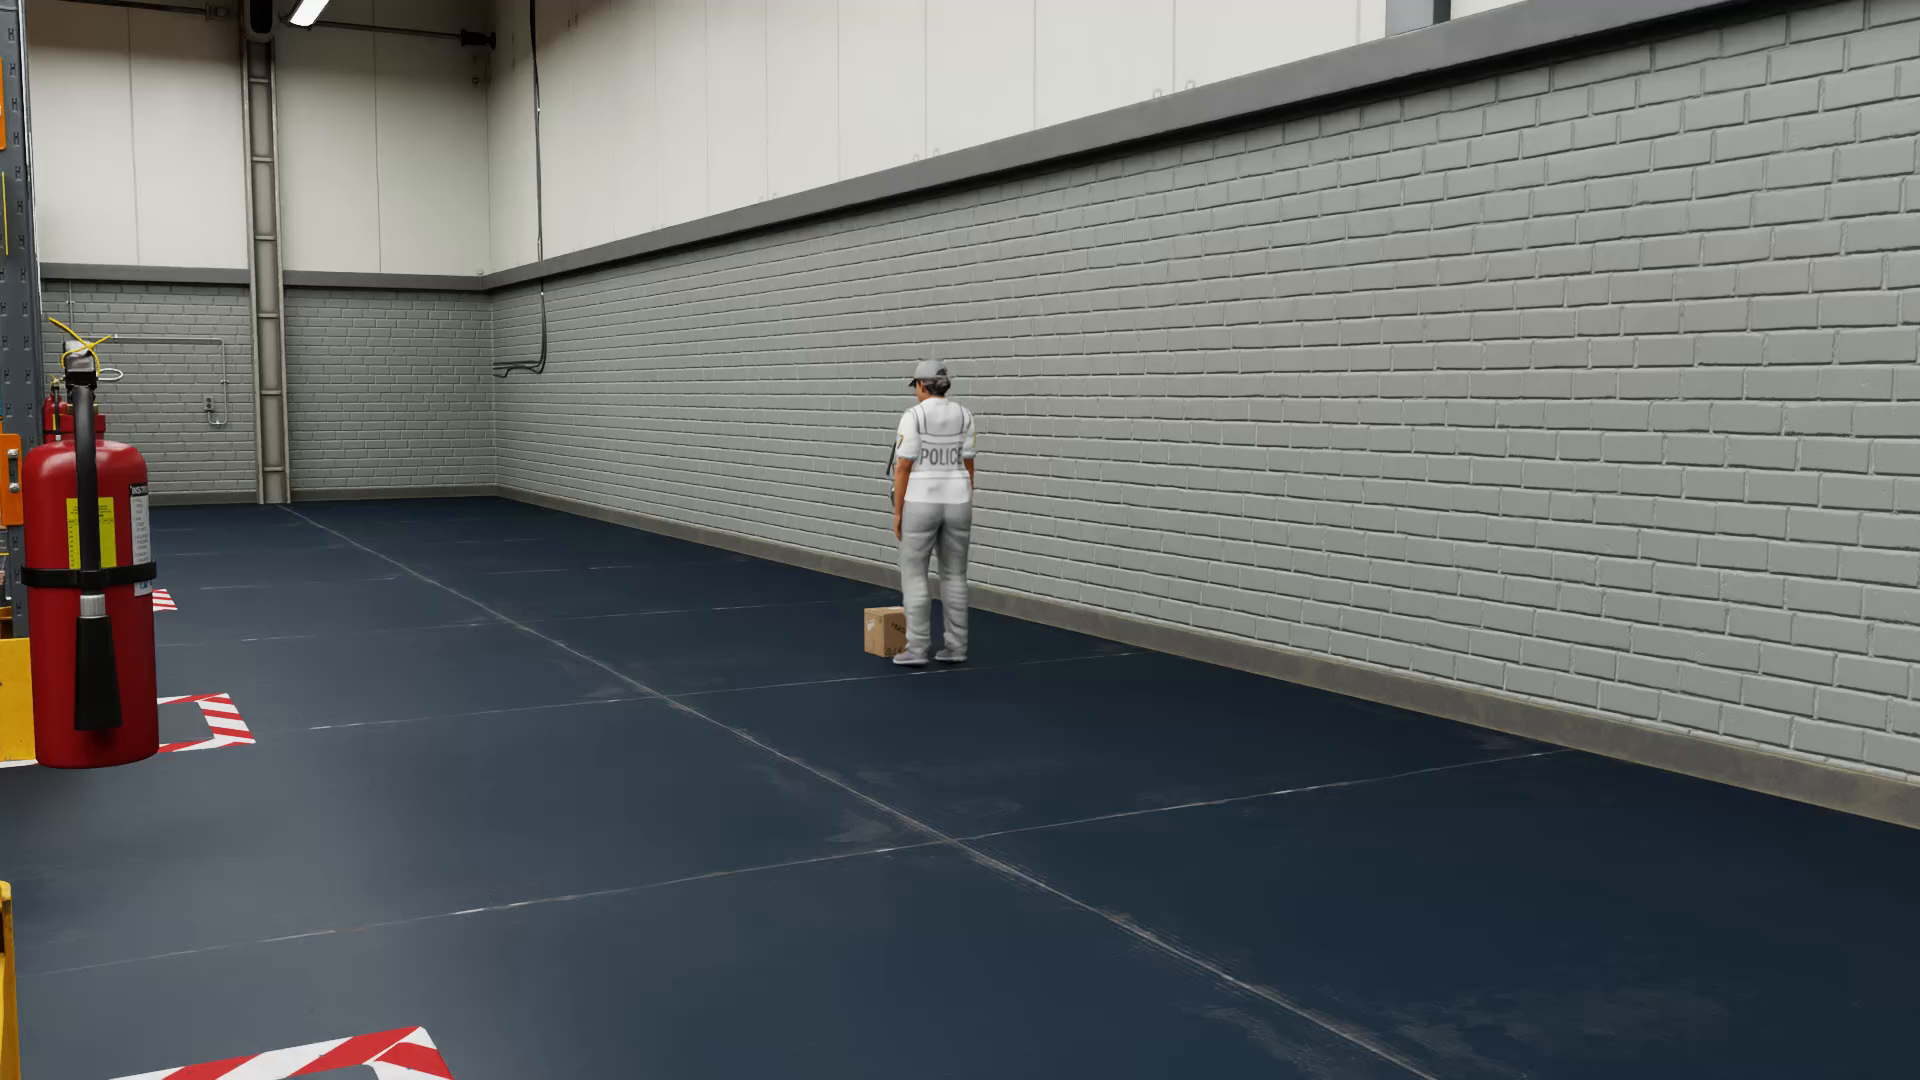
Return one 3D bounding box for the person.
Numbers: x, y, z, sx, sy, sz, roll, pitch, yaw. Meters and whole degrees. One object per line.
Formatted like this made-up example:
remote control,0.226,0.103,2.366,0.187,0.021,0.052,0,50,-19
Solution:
person,-0.158,-0.146,9.058,0.483,1.675,0.393,-3,6,-28
